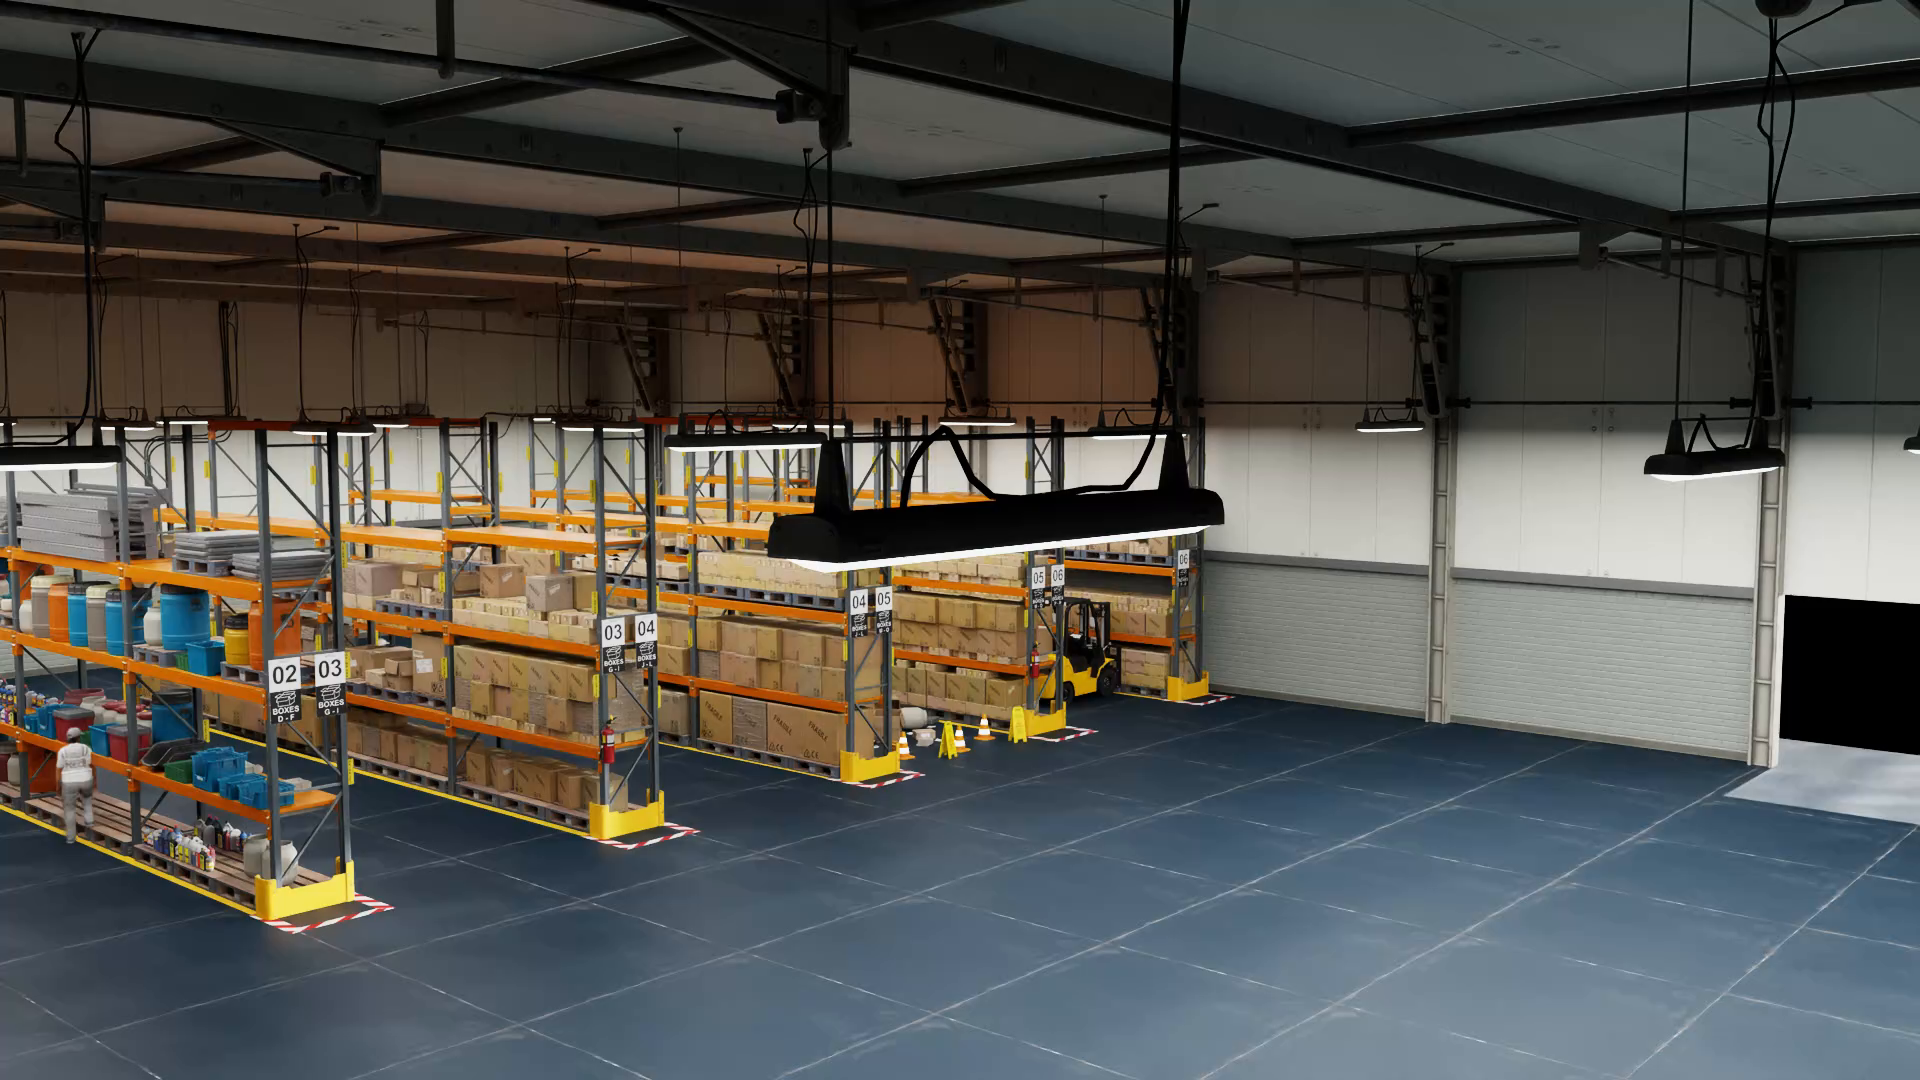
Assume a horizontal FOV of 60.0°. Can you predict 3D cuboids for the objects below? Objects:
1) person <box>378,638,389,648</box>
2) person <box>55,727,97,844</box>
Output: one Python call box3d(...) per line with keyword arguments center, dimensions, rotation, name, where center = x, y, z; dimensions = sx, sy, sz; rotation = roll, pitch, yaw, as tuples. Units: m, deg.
box3d(center=(-11.224, 2.777, 32.477), dimensions=(0.836, 1.723, 0.604), rotation=(1, 5, 10), name="person")
box3d(center=(-12.717, 3.508, 23.901), dimensions=(0.519, 1.656, 0.527), rotation=(5, 7, 45), name="person")
